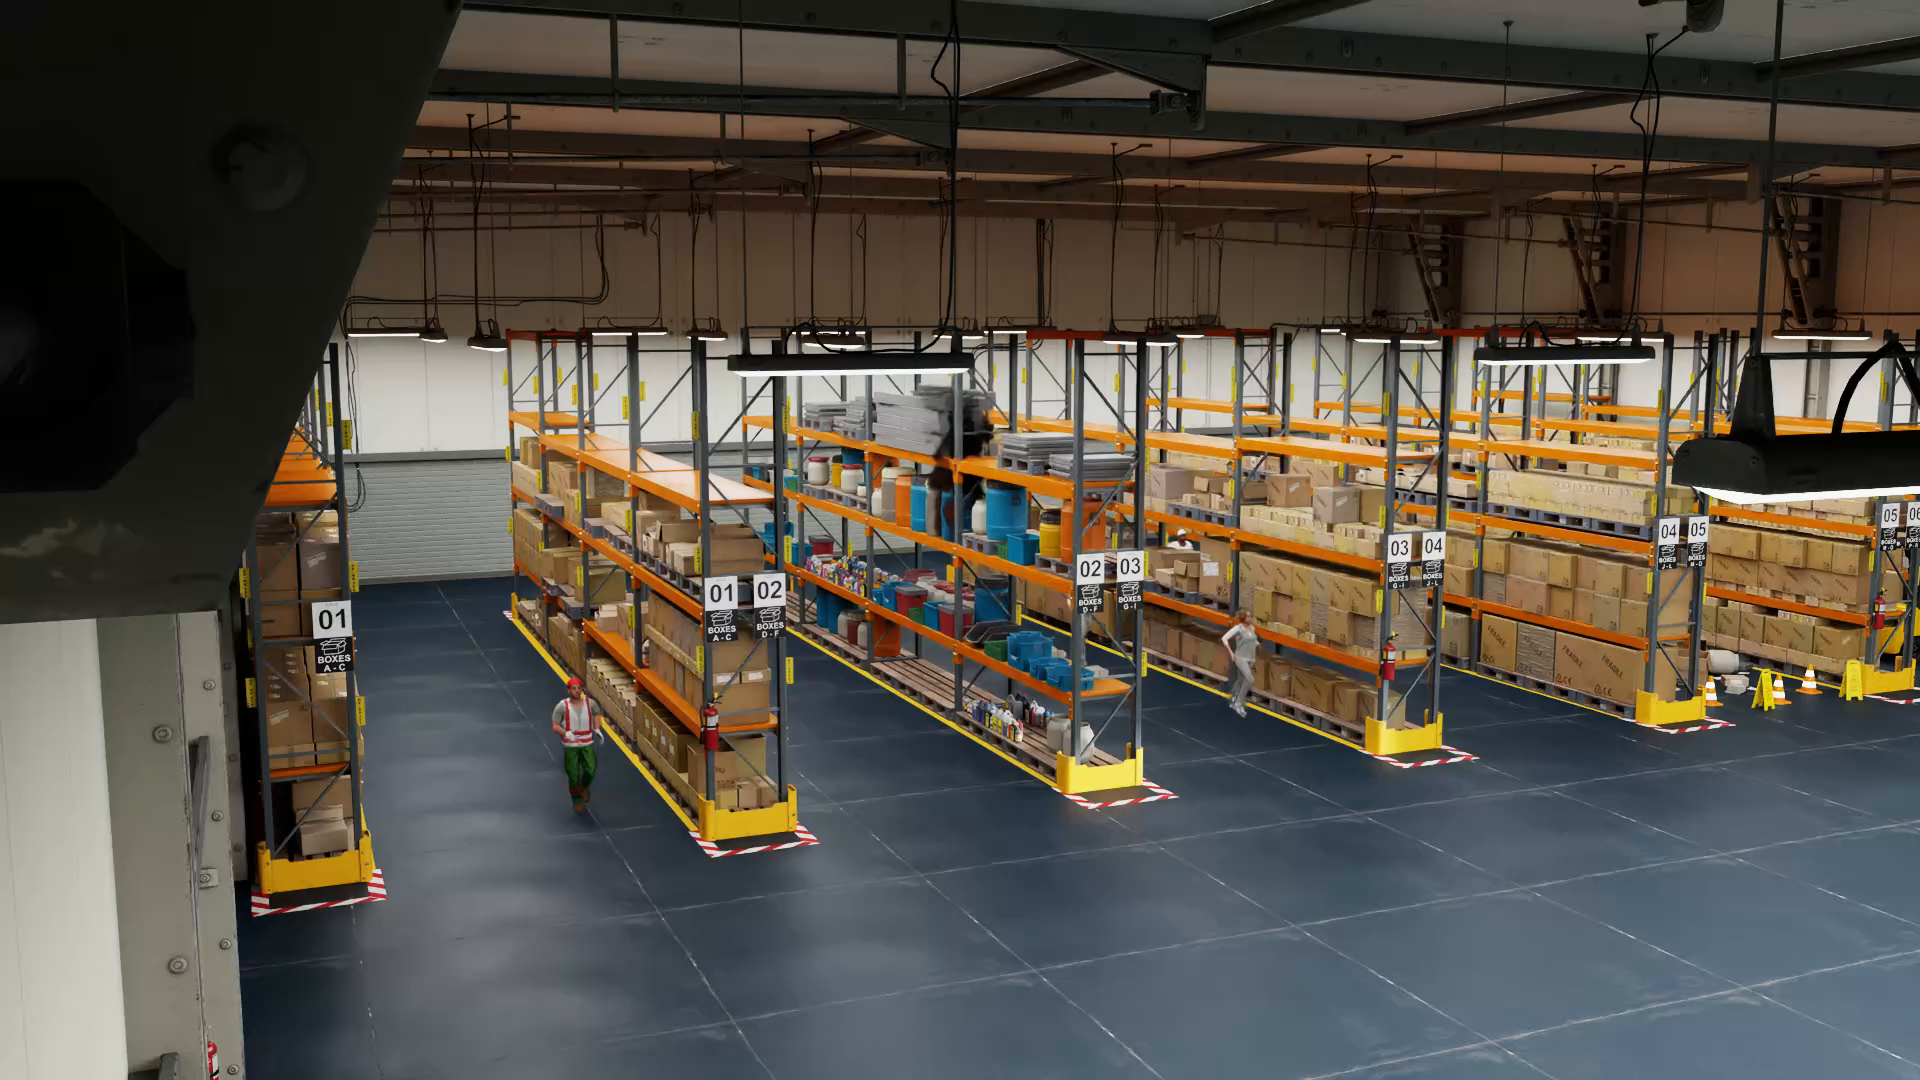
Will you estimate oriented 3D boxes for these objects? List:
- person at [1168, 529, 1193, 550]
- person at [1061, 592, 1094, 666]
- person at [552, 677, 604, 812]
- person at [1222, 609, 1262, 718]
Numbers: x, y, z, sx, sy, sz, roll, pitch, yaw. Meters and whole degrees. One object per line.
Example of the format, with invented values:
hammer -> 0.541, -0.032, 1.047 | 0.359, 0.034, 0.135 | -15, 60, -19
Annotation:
person -> 4.771, 0.628, 35.654 | 0.681, 1.729, 0.594 | -4, 9, -27
person -> 2.164, 1.276, 28.819 | 0.655, 1.899, 0.701 | -4, 9, -28
person -> -4.827, 2.607, 21.081 | 0.648, 1.744, 0.551 | -3, 8, -23
person -> 4.296, 1.857, 25.066 | 0.505, 1.642, 0.654 | -7, 10, -40
